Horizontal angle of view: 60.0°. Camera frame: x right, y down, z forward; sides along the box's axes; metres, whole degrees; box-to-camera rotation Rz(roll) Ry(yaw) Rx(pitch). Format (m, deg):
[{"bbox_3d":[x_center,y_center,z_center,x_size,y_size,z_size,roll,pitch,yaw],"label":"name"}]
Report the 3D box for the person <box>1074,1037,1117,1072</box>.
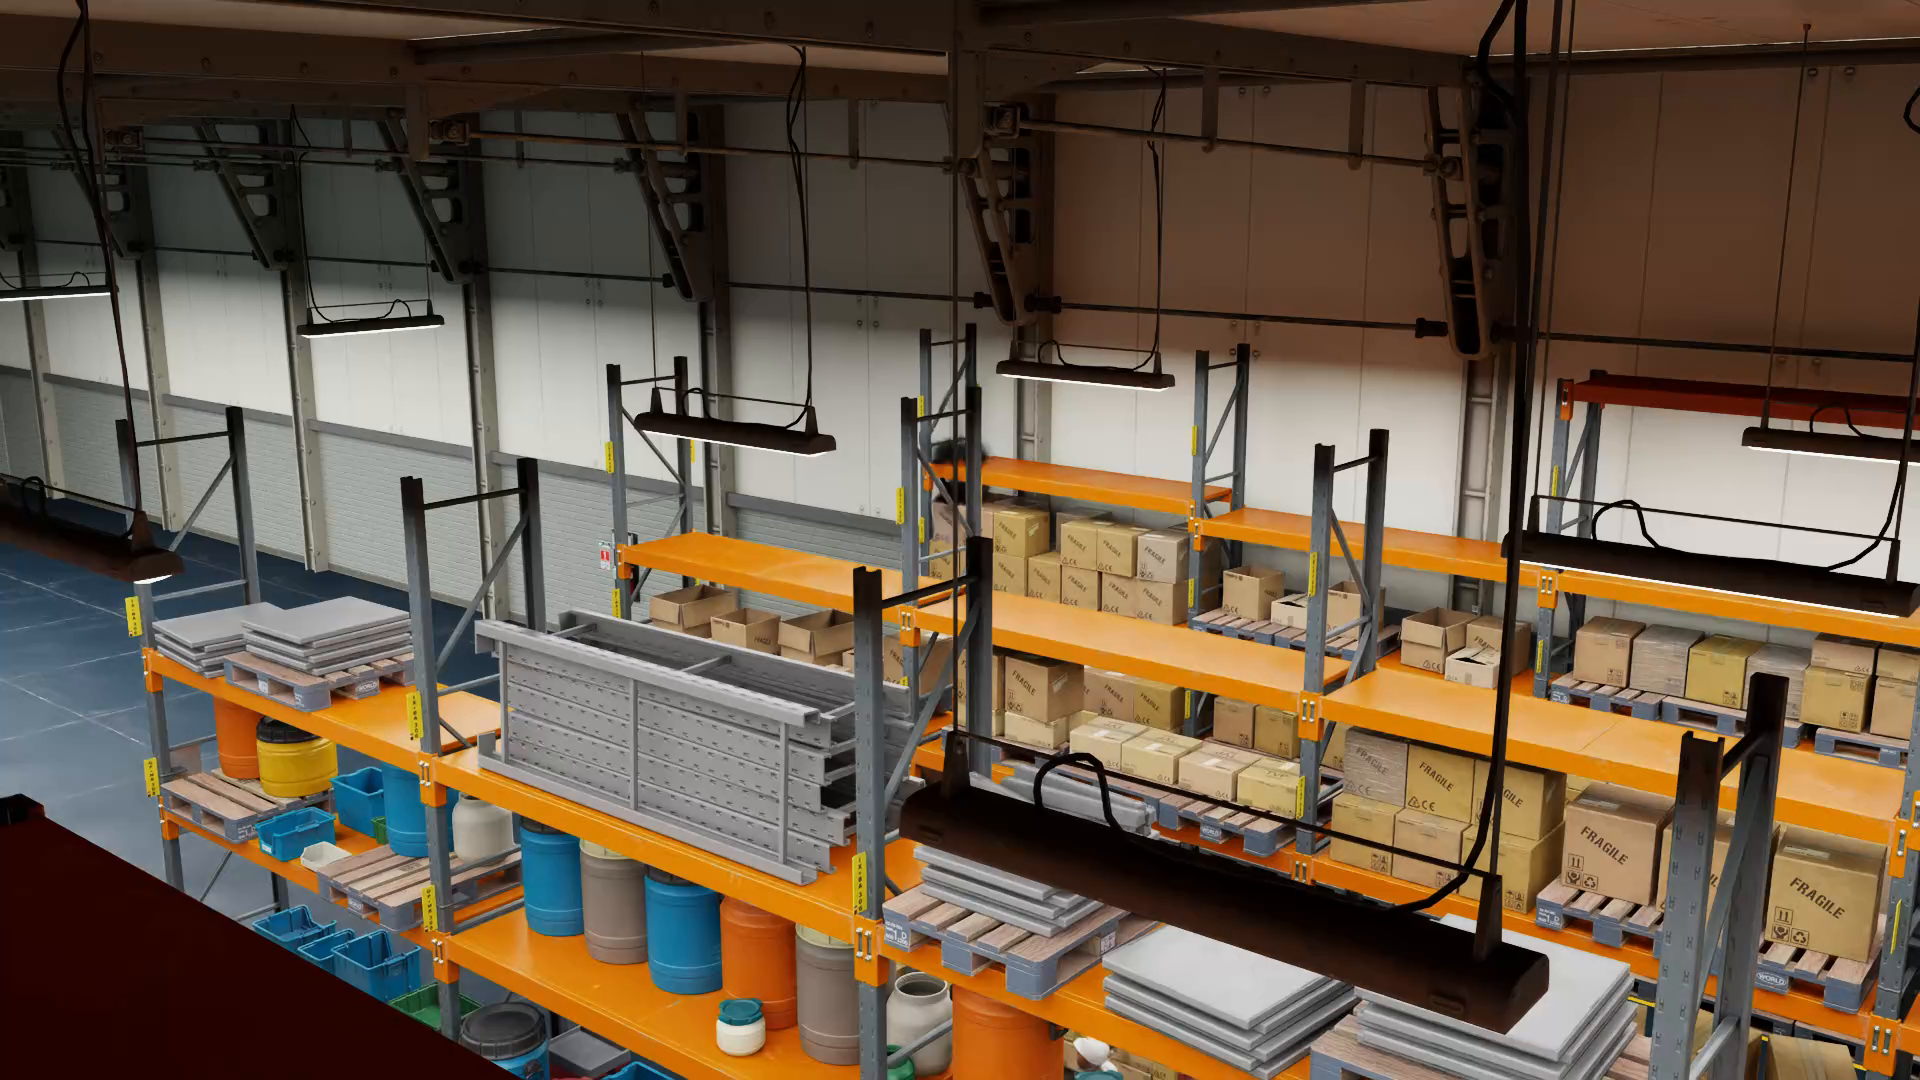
[{"bbox_3d":[0.941,4.506,12.318,0.682,1.836,0.666,8,15,31],"label":"person"}]
